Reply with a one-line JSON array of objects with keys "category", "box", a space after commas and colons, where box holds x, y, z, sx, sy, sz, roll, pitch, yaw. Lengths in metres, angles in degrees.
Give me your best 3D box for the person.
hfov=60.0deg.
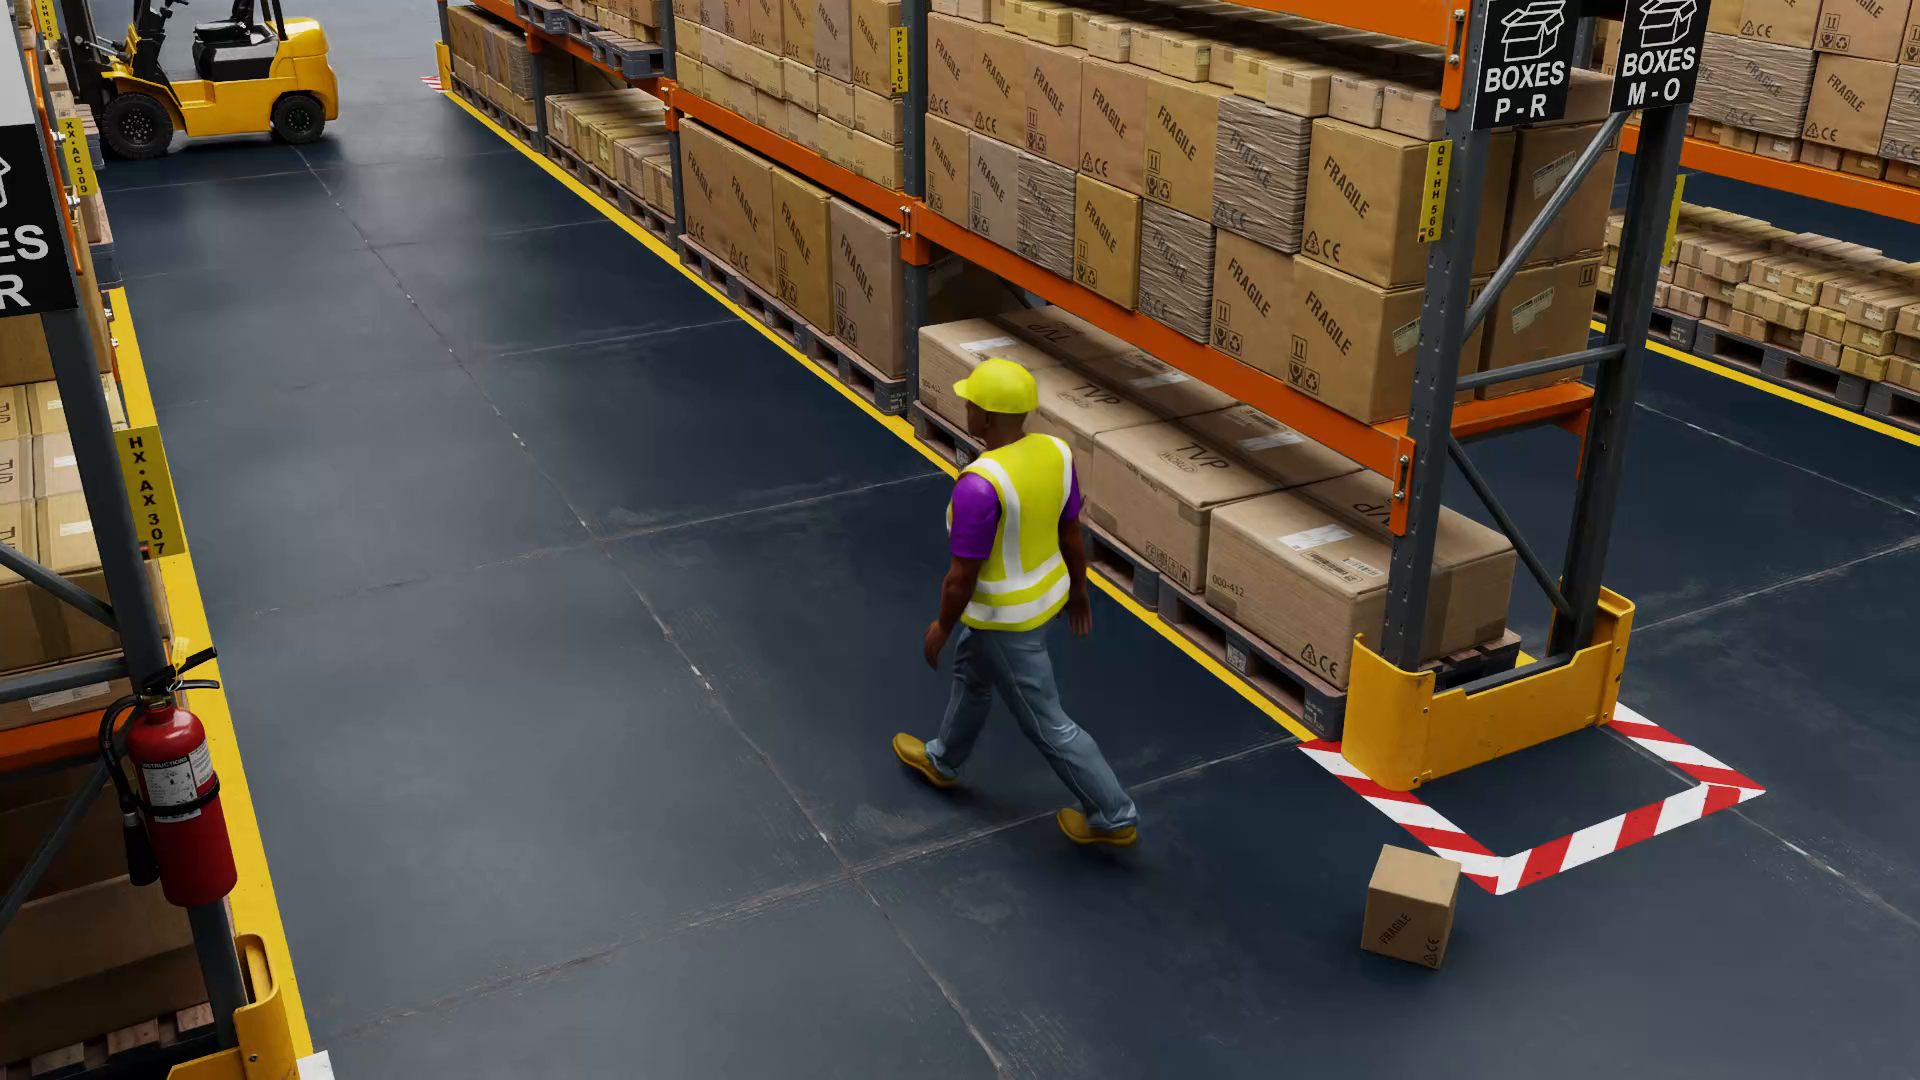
[{"category": "person", "box": [0.159, 0.219, 5.652, 1.079, 1.719, 0.582, 14, 29, 26]}]
